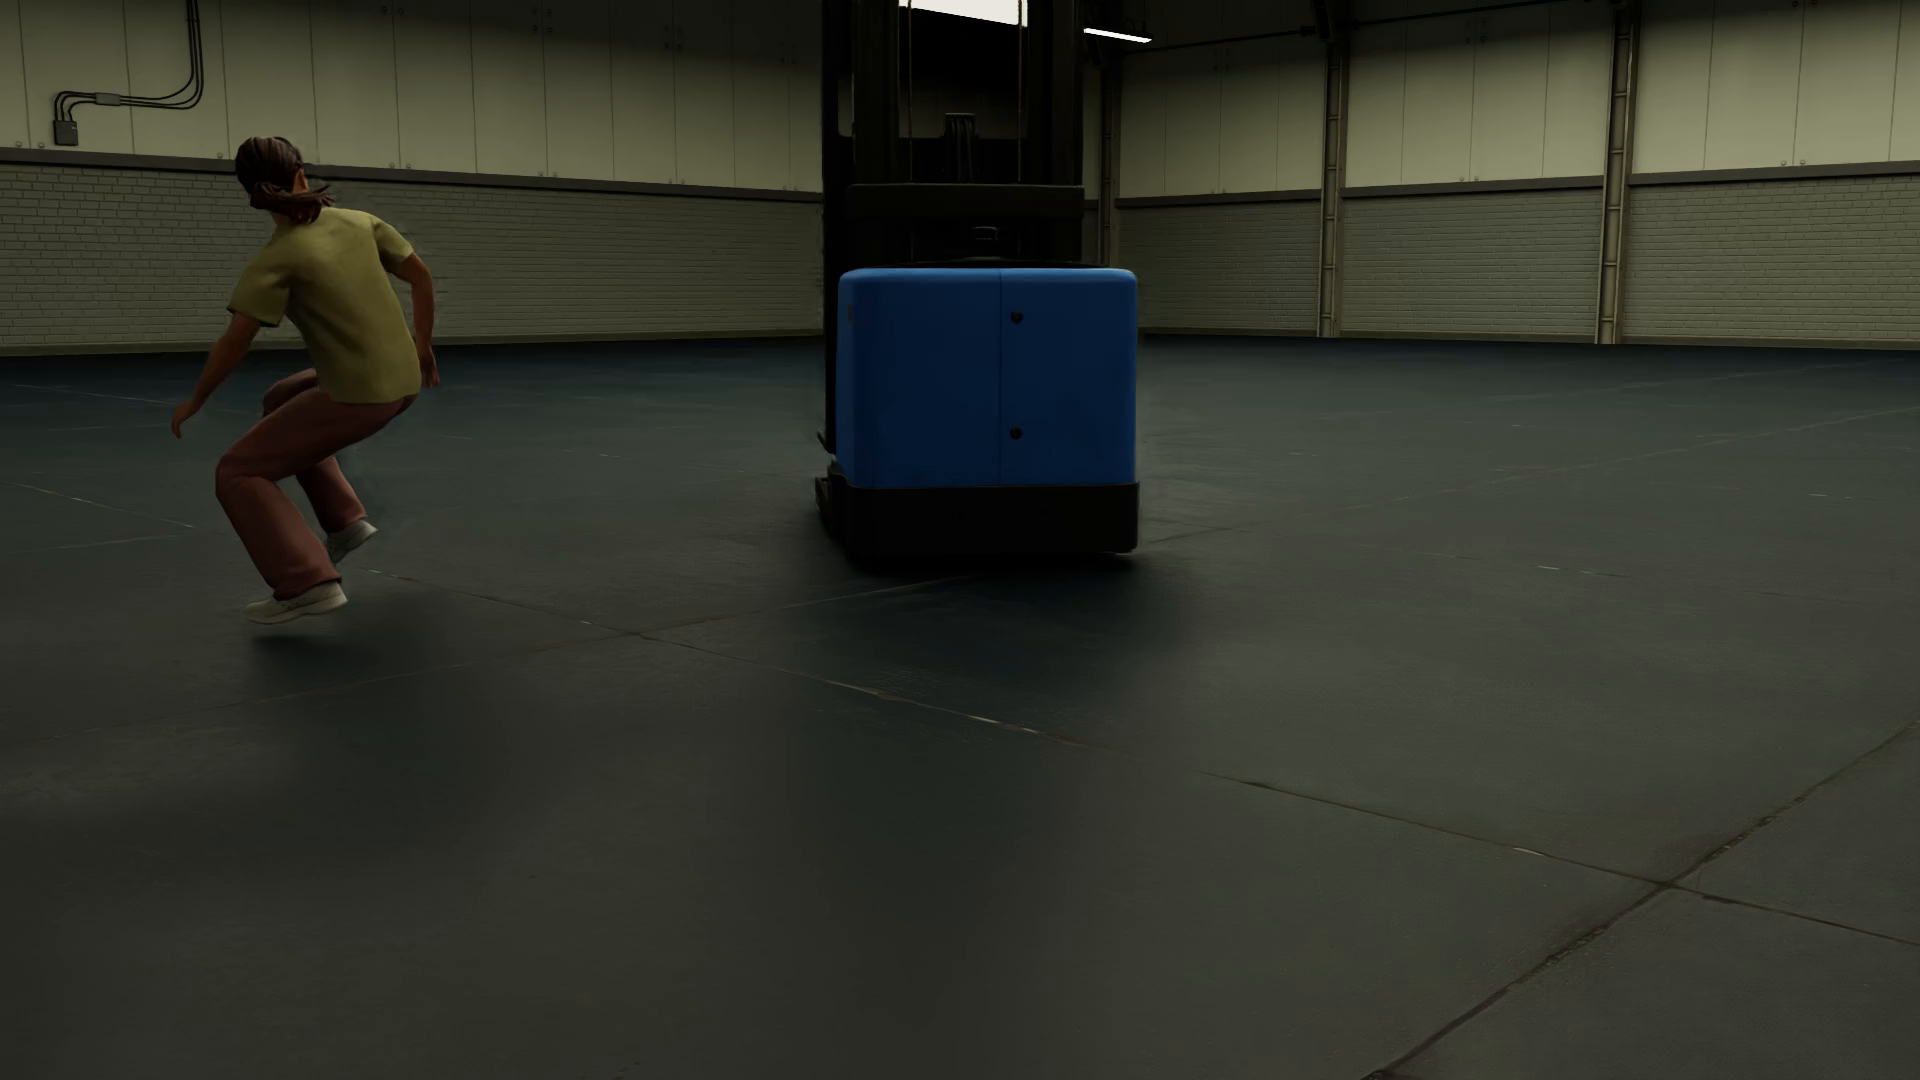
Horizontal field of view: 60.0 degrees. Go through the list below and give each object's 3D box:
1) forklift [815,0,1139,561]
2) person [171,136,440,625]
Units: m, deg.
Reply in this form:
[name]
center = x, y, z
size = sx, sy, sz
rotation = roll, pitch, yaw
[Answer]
[forklift]
center = -0.064, -1.554, 7.193
size = 1.130, 2.935, 3.031
rotation = -1, 9, -8
[person]
center = -1.967, -0.499, 5.063
size = 0.596, 1.413, 0.718
rotation = 2, 9, 15
